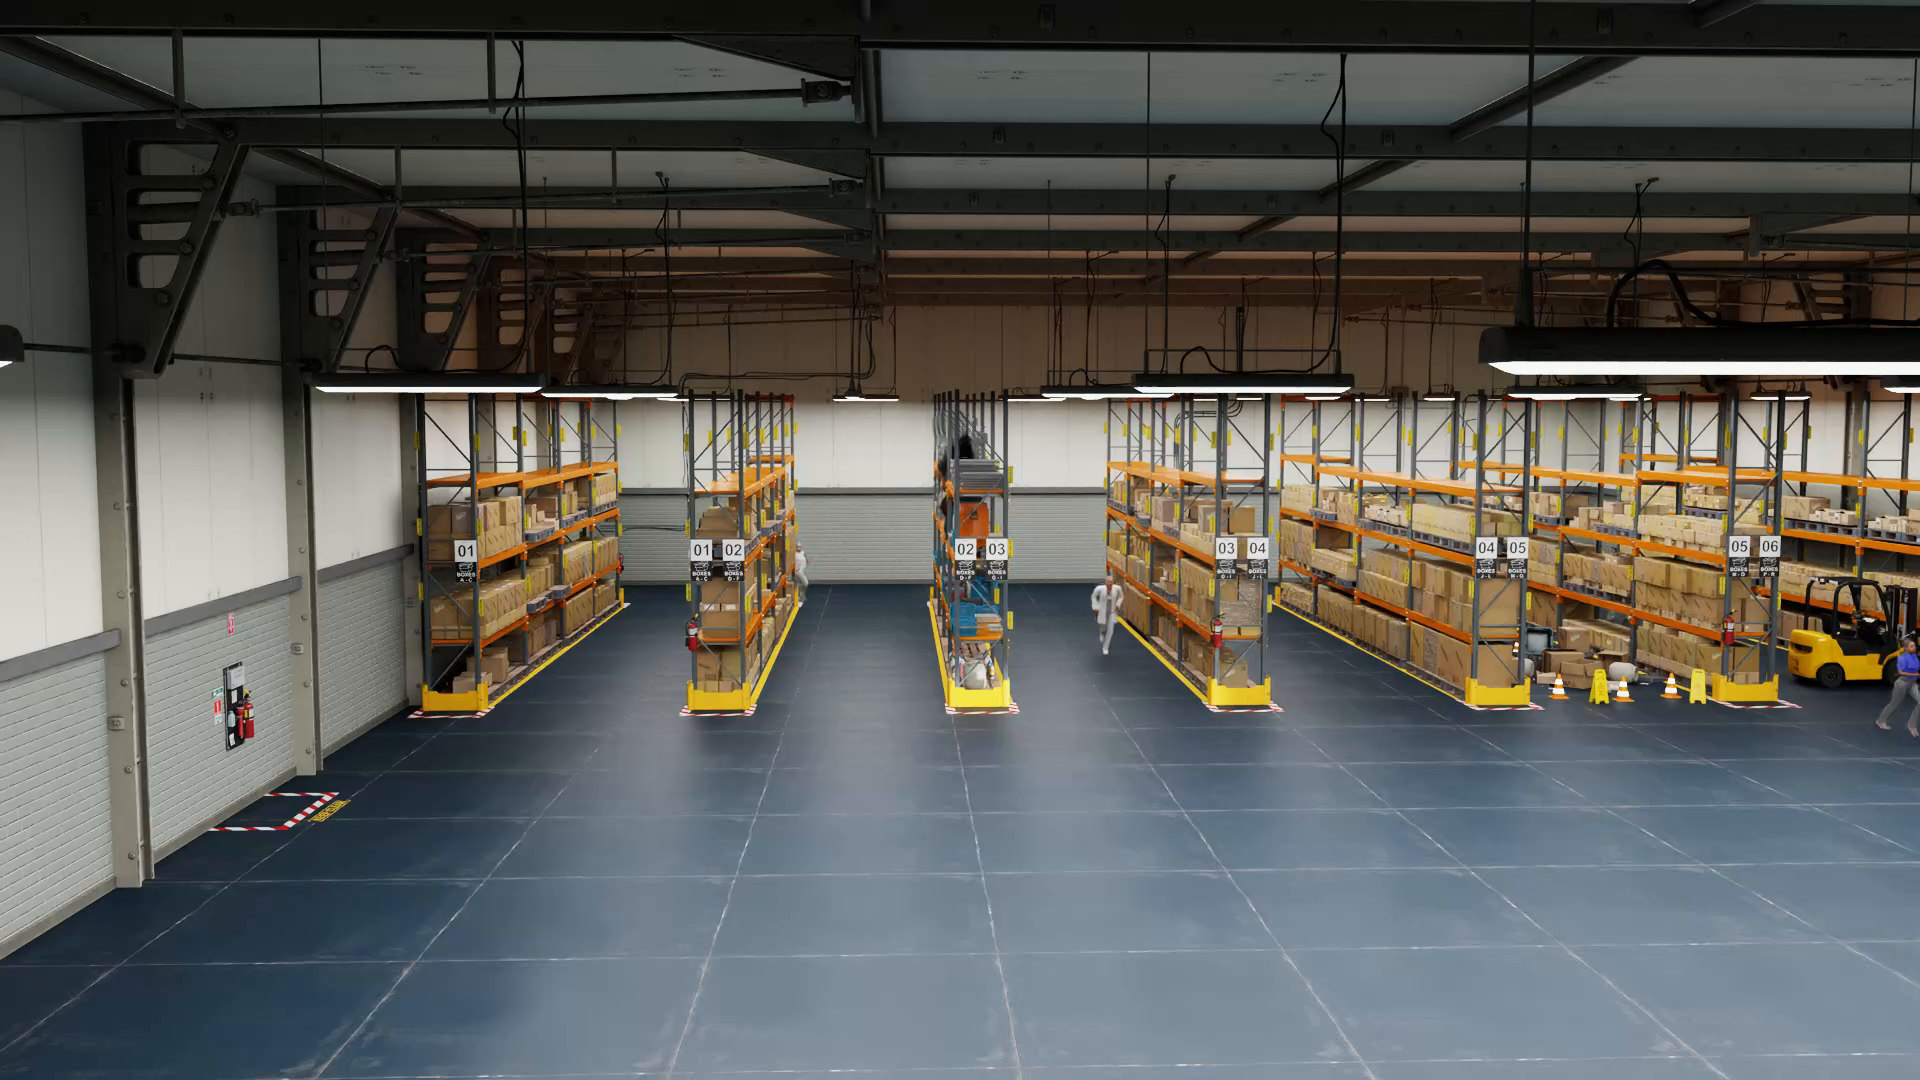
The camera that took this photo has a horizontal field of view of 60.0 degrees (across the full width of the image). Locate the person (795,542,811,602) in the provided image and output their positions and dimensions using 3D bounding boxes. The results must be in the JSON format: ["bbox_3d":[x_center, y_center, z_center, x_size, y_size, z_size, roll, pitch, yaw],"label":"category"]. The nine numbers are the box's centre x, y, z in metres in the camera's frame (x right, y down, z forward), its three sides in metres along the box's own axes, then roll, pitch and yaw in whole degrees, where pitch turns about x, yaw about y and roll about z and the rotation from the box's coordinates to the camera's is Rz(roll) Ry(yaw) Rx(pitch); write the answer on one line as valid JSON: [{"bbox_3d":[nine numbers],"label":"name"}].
[{"bbox_3d":[-4.662,0.937,48.271,0.719,1.806,0.669,2,5,22],"label":"person"}]

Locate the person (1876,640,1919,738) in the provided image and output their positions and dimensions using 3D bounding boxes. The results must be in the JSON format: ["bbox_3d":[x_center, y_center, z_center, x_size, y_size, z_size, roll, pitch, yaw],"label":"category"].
[{"bbox_3d":[16.381,2.559,28.790,0.587,1.689,0.876,-2,5,-18],"label":"person"}]

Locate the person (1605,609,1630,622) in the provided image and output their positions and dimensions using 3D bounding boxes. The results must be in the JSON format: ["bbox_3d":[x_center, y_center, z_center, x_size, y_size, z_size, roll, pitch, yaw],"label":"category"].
[{"bbox_3d":[17.193,1.297,43.382,0.679,1.816,0.807,-1,5,-17],"label":"person"}]

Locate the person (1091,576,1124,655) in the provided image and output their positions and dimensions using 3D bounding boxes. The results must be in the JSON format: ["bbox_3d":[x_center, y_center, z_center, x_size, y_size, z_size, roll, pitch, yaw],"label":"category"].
[{"bbox_3d":[3.236,1.622,36.657,0.710,1.723,0.861,-1,5,-8],"label":"person"}]
